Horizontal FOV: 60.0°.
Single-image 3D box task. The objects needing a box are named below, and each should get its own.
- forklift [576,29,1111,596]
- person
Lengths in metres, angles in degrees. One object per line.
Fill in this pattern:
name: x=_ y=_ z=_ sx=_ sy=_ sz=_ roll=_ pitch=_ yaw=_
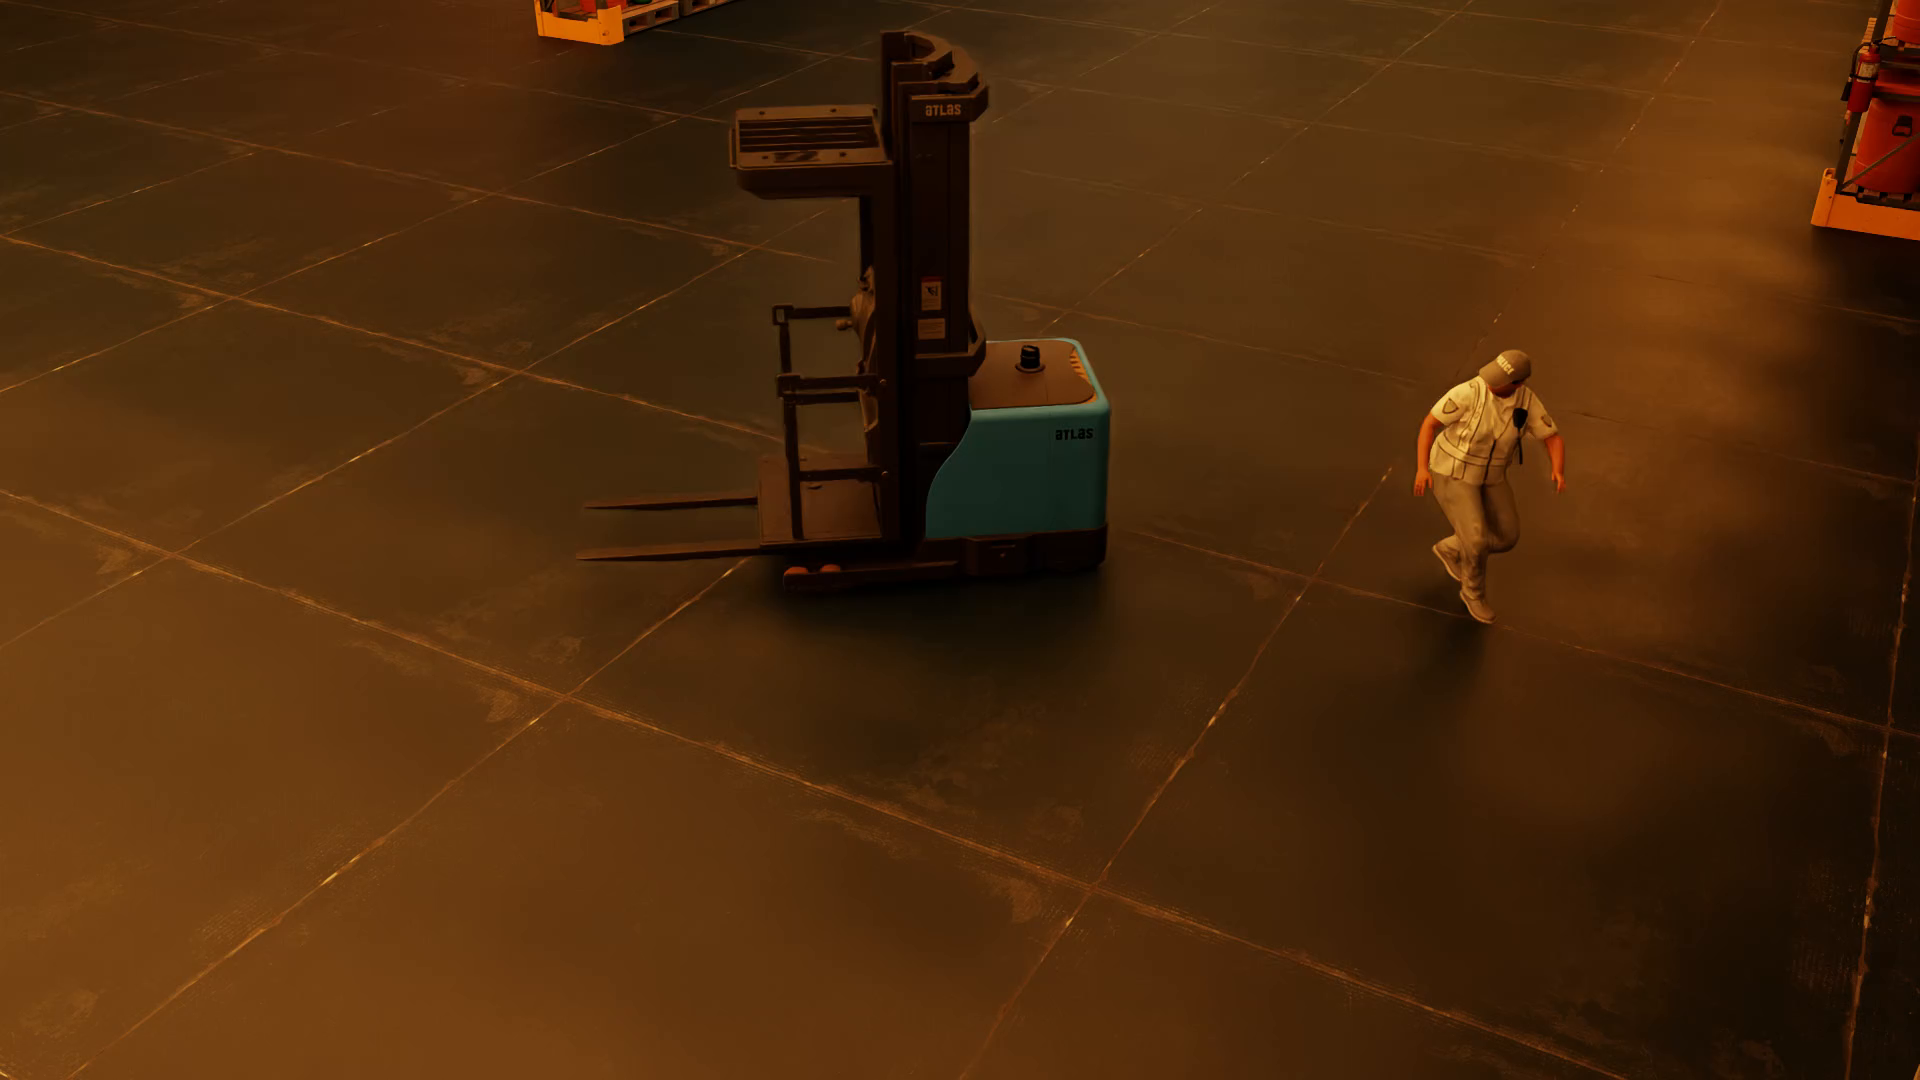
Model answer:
forklift: x=-0.706 y=-1.231 z=9.204 sx=3.031 sy=2.935 sz=1.130 roll=-4 pitch=30 yaw=-6
person: x=2.827 y=-0.301 z=8.993 sx=0.810 sy=1.541 sz=0.795 roll=-9 pitch=31 yaw=-16
